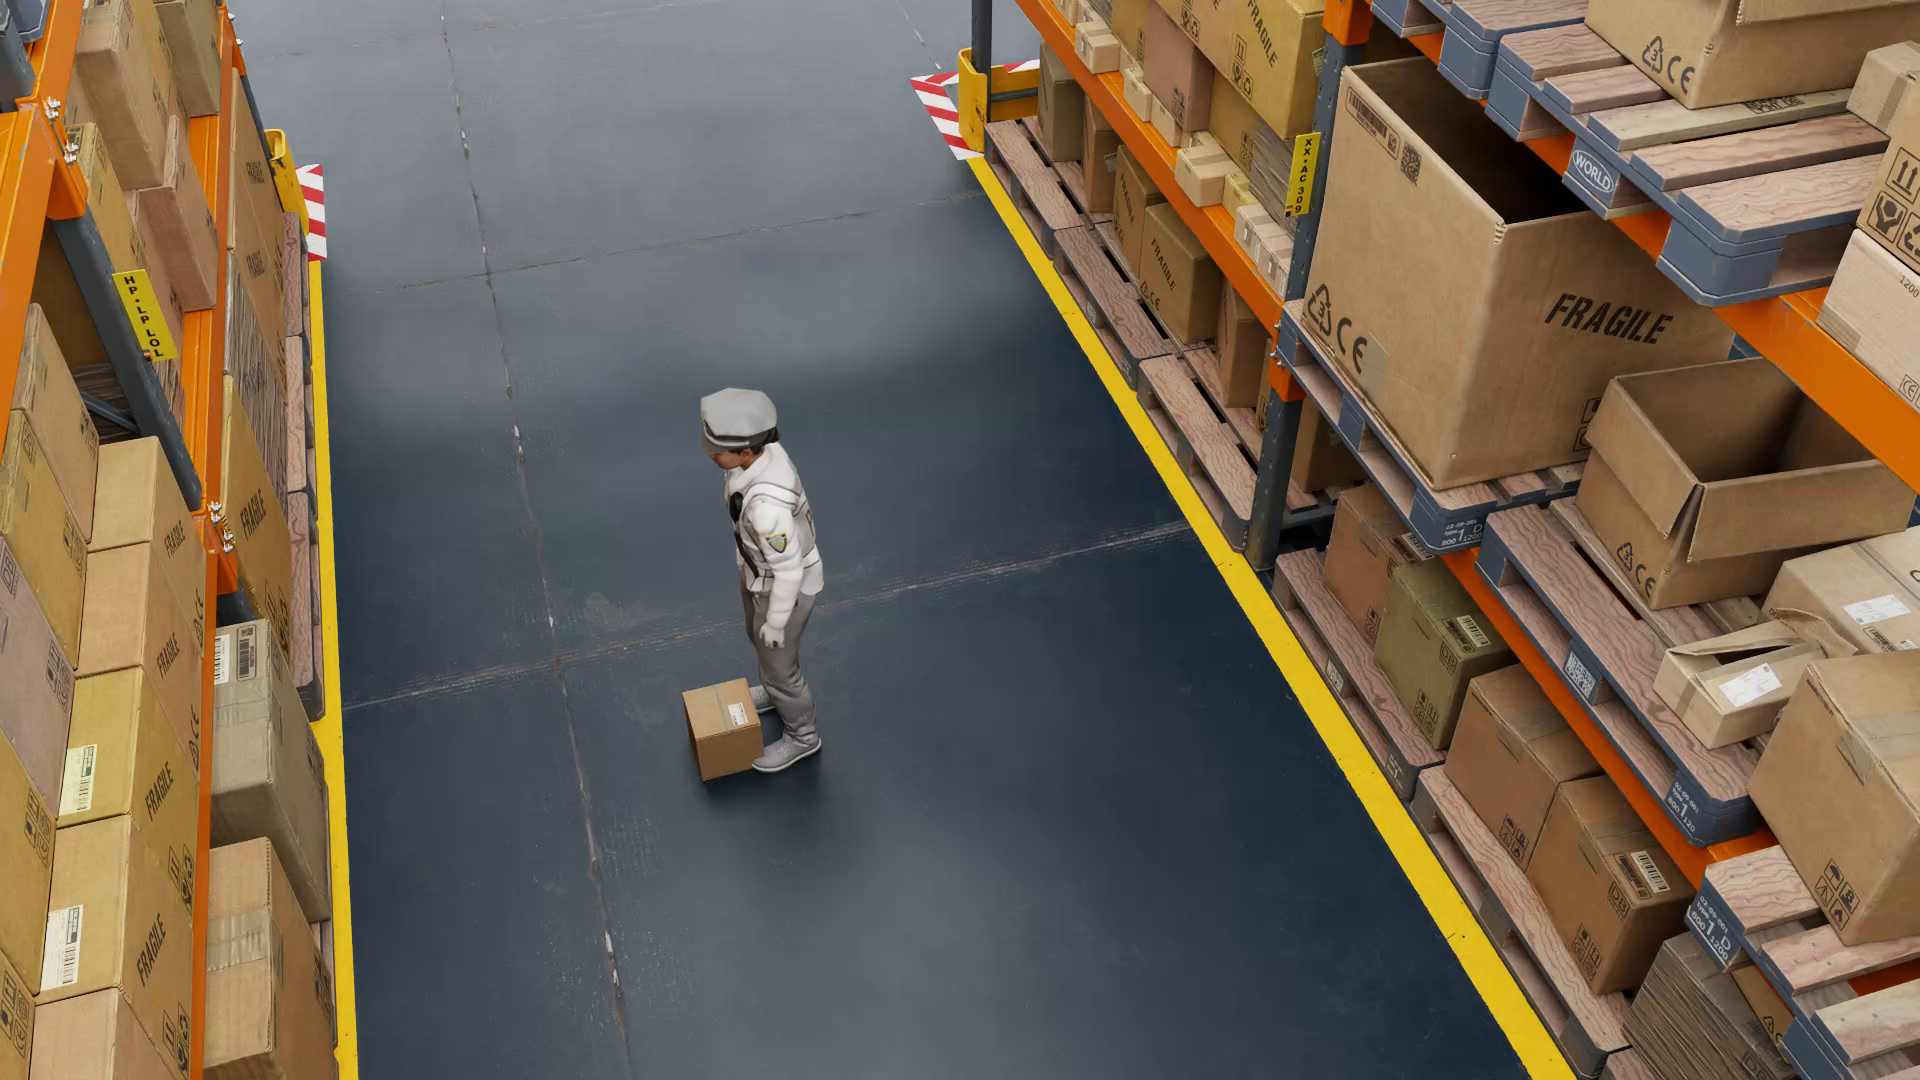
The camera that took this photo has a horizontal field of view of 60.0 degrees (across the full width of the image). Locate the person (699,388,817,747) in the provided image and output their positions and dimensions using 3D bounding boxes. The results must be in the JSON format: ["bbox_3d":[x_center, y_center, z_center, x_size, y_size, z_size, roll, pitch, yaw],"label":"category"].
[{"bbox_3d":[-0.700,0.128,5.971,0.342,1.601,0.507,-12,44,-13],"label":"person"}]
